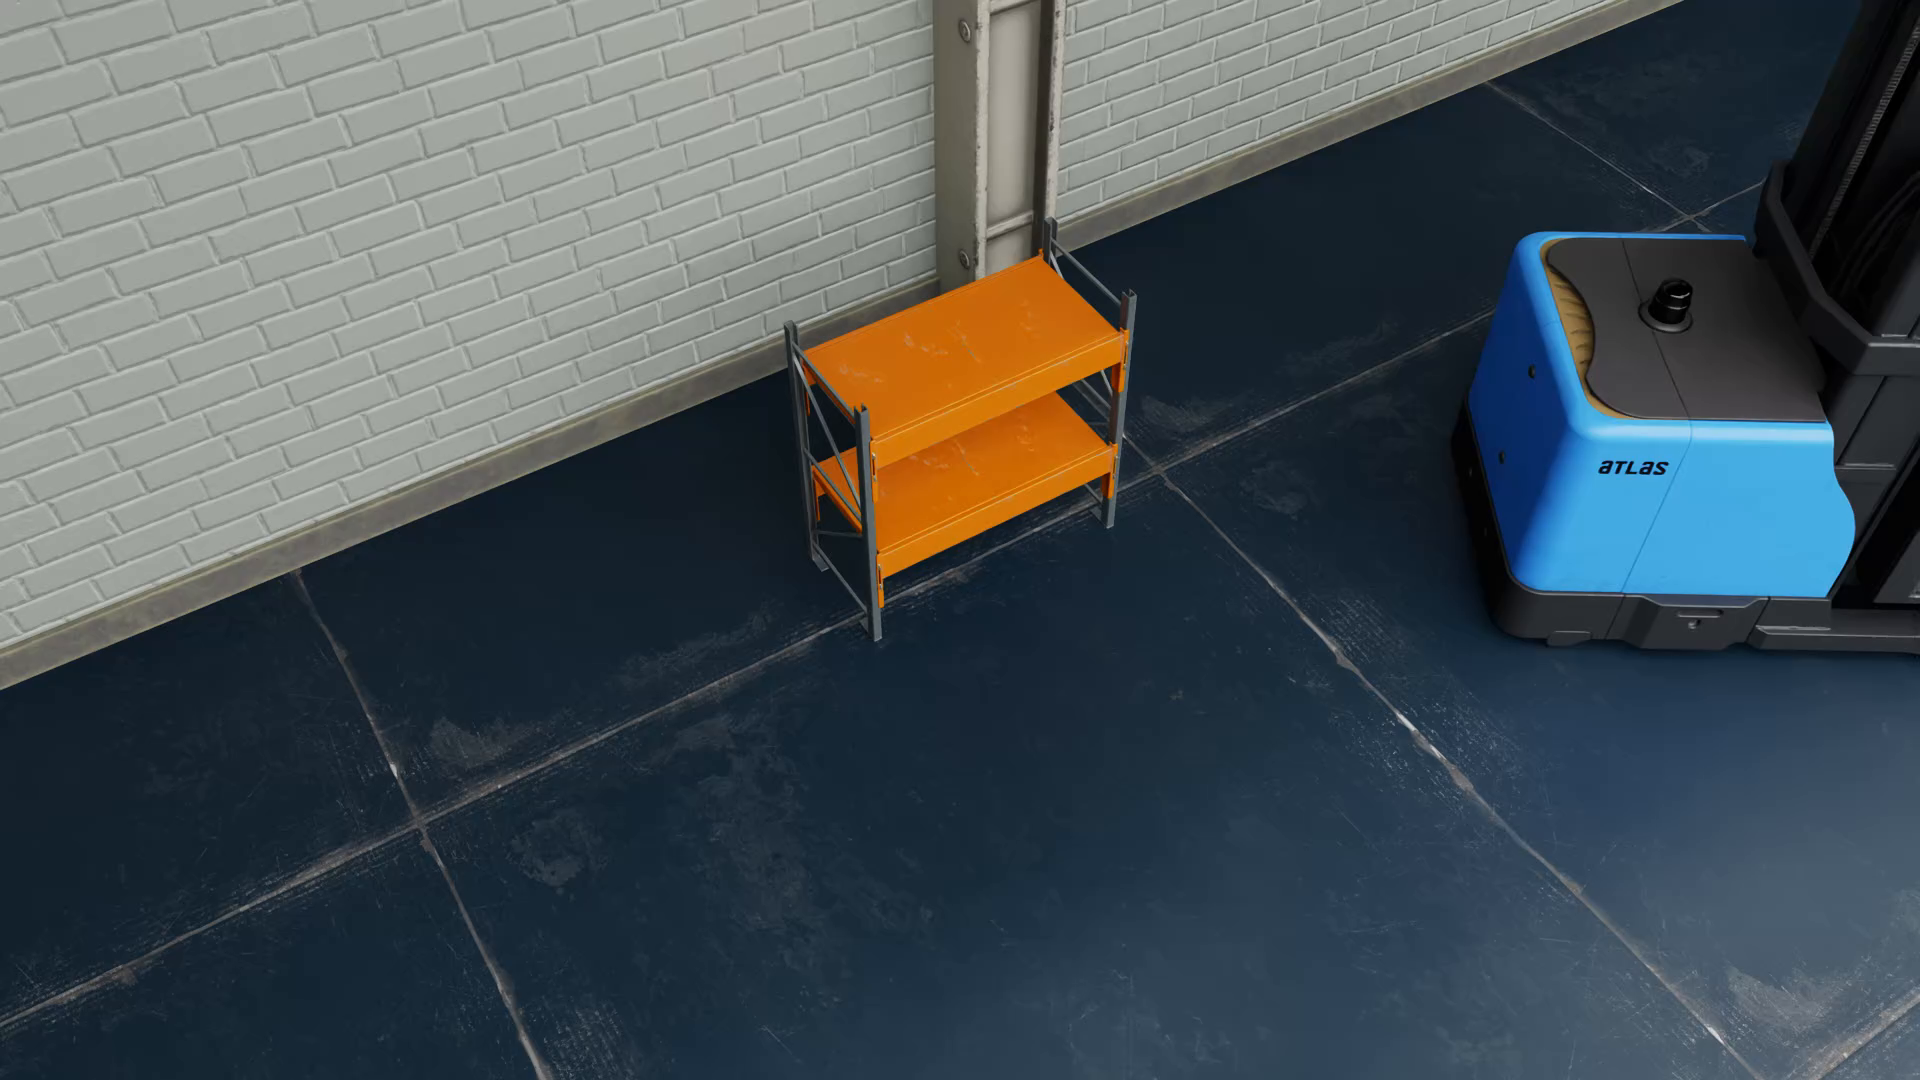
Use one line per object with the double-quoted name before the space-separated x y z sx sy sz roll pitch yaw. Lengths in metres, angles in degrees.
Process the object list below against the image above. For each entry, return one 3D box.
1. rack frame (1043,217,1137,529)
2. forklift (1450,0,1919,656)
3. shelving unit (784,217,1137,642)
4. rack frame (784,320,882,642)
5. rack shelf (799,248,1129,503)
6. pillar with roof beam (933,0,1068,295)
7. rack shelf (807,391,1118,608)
"rack frame" 0.436 -0.579 6.013 0.032 1.125 0.500 -25 53 -21
"forklift" 3.414 -0.945 5.129 3.031 2.935 1.130 1 48 1
"shelving unit" 0.006 -0.377 5.832 1.048 1.125 0.538 -25 53 -21
"rack frame" -0.424 -0.174 5.652 0.032 1.125 0.500 -25 53 -21
"rack shelf" 0.006 -0.571 5.614 1.000 0.278 0.538 -25 53 -21
"pillar with roof beam" 2.443 -1.290 1.373 0.400 9.000 9.100 -25 53 -21
"rack shelf" 0.006 -0.214 6.015 1.000 0.278 0.538 -25 53 -21
